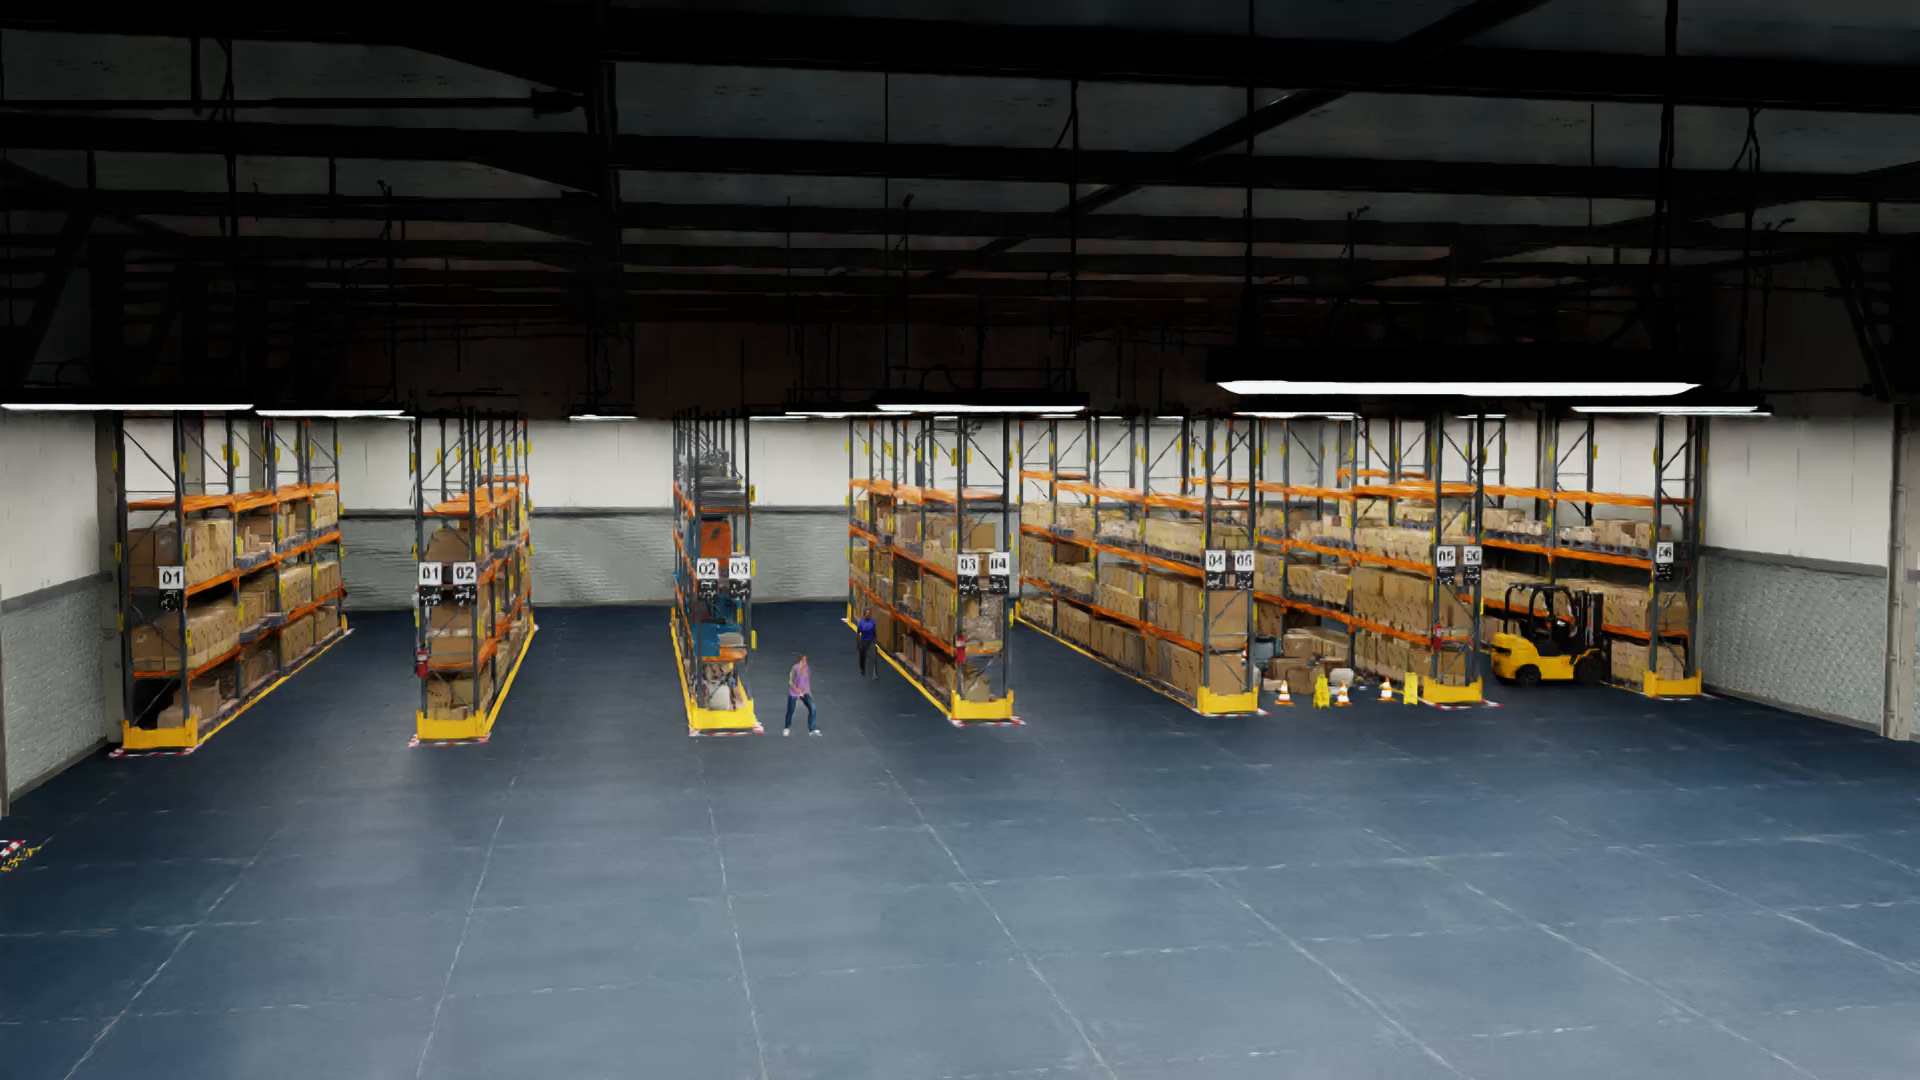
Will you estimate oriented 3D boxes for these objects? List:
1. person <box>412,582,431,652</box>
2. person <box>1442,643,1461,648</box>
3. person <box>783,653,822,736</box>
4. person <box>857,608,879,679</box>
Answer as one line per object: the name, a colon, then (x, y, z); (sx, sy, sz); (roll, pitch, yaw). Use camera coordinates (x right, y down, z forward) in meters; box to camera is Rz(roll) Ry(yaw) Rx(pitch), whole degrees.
person: (-13.337, 1.914, 41.150); (0.456, 1.762, 0.607); (-4, 5, -41)
person: (11.134, 2.137, 37.617); (0.514, 1.773, 0.638); (-4, 6, -43)
person: (-2.907, 2.797, 30.252); (0.573, 1.532, 0.763); (-2, 5, -30)
person: (-2.072, 2.287, 37.031); (0.447, 1.574, 1.088); (-1, 4, -9)
